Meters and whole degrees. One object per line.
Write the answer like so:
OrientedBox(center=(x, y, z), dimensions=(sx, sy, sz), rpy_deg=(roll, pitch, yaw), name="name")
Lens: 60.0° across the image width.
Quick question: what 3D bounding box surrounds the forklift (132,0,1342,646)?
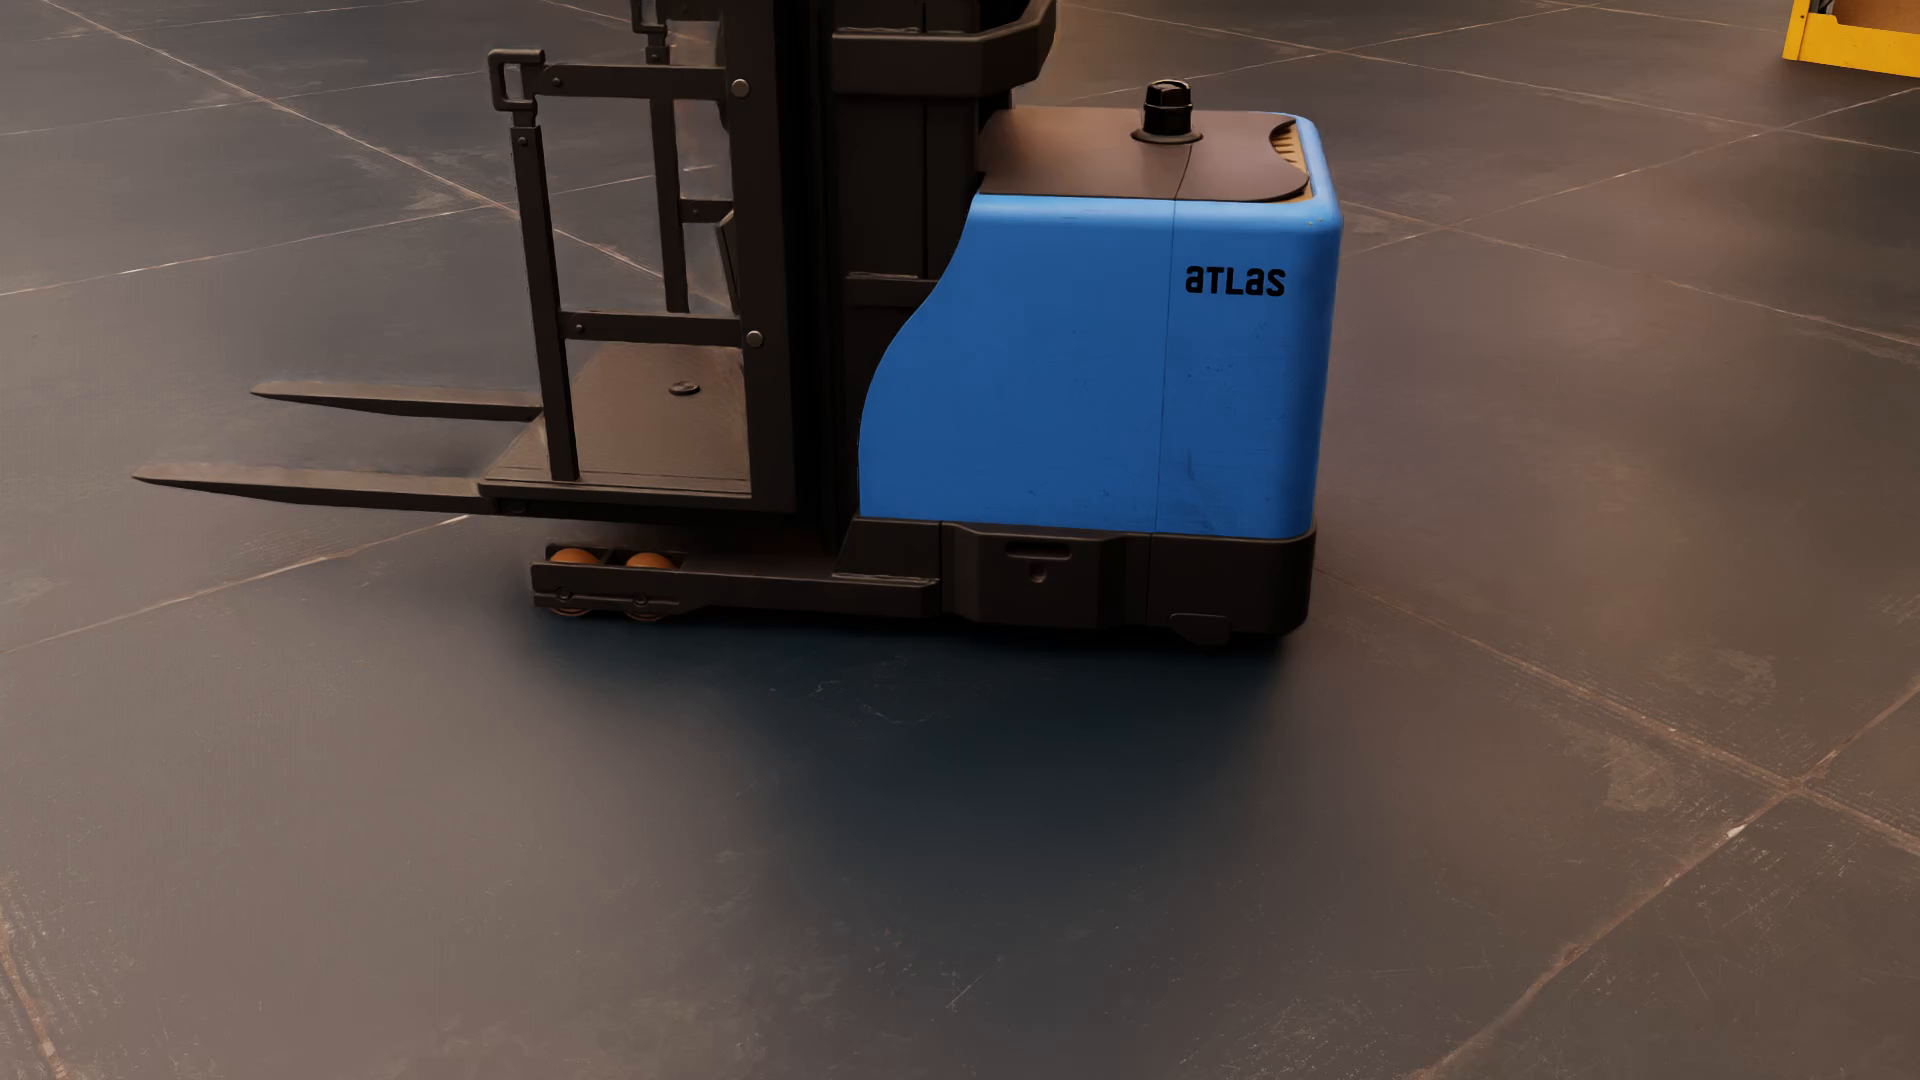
OrientedBox(center=(-0.619, -1.340, 3.905), dimensions=(3.031, 2.935, 1.130), rpy_deg=(3, 27, 7), name="forklift")
